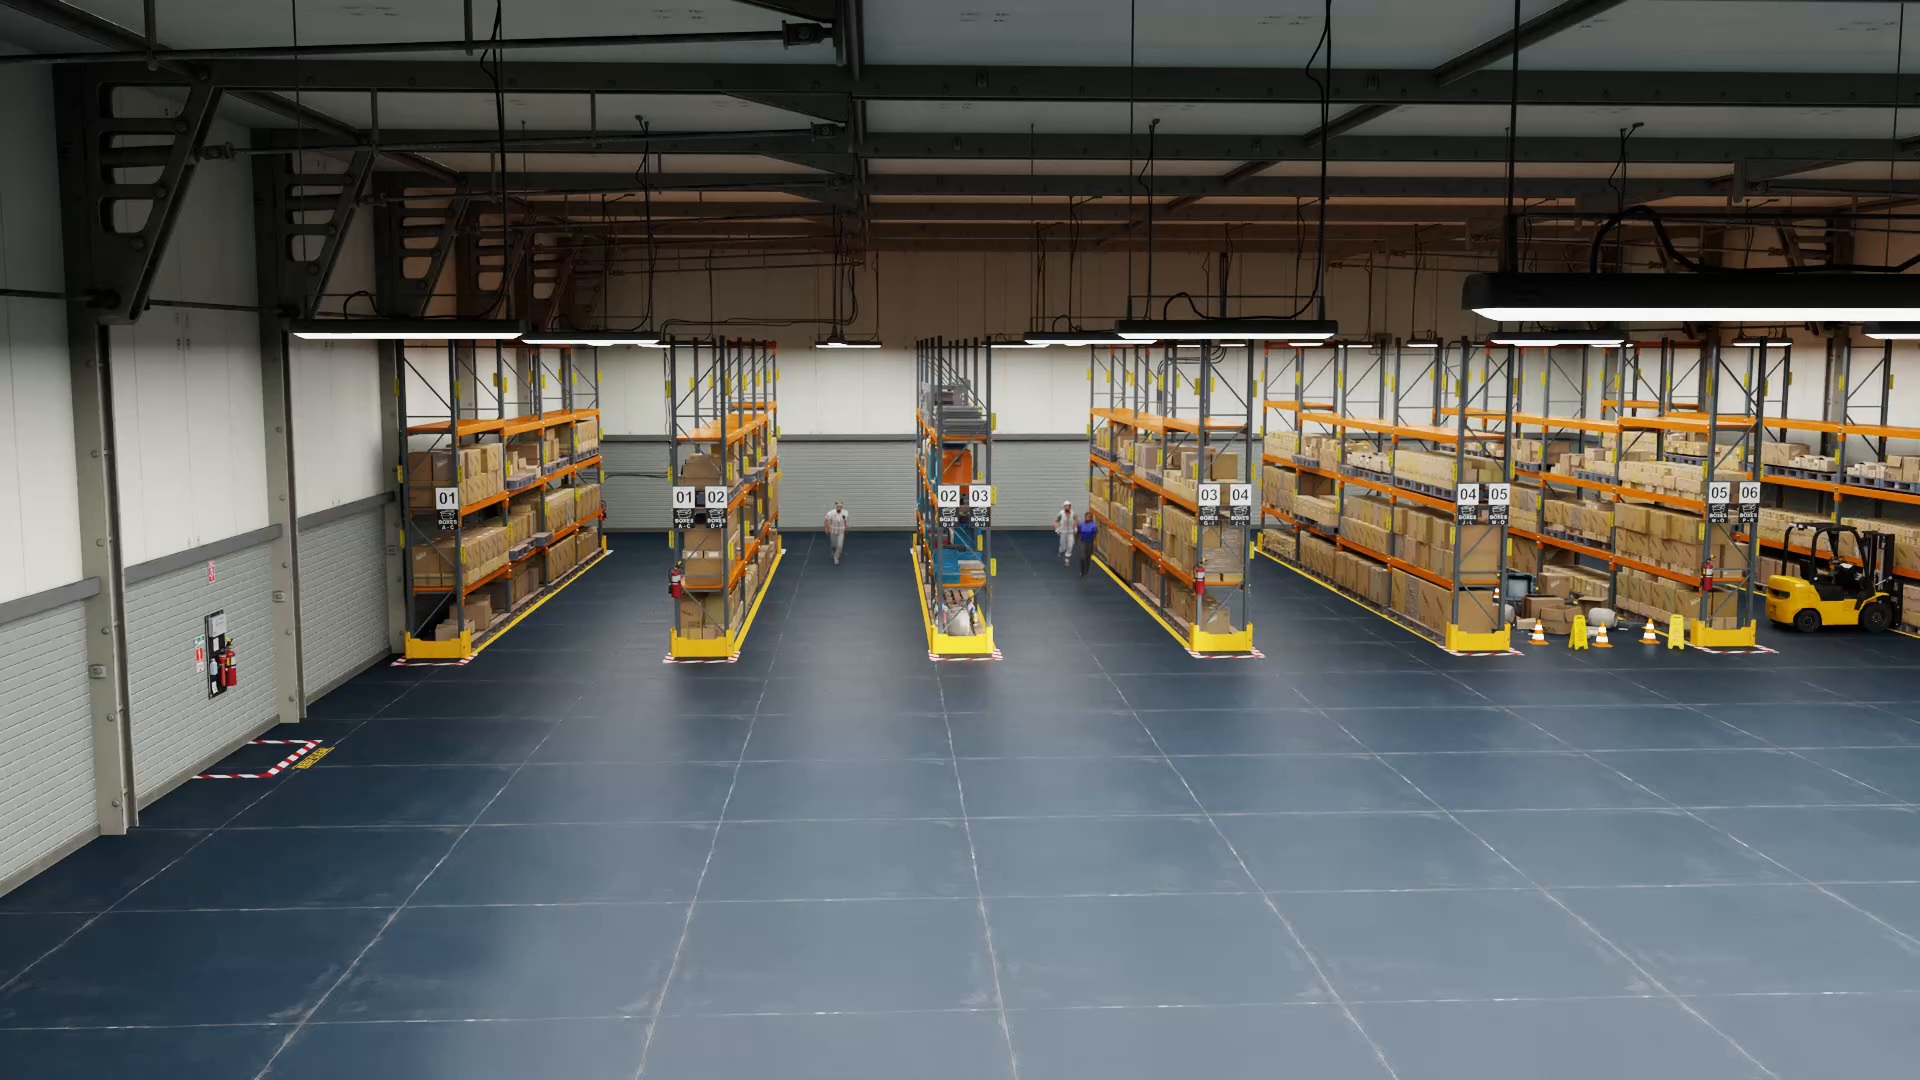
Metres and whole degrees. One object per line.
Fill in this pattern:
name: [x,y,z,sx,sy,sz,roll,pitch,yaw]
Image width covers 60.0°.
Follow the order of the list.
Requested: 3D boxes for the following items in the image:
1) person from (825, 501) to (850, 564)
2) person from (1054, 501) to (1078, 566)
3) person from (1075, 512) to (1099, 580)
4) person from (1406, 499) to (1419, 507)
person: [-3.324,-0.221,45.004,0.660,1.702,0.673,-2,7,-17]
person: [2.852,-0.191,44.623,0.678,1.735,0.676,-1,7,-12]
person: [3.027,0.175,39.606,0.564,1.580,0.784,0,6,2]
person: [13.560,-0.724,49.490,0.847,1.712,0.685,1,7,5]
